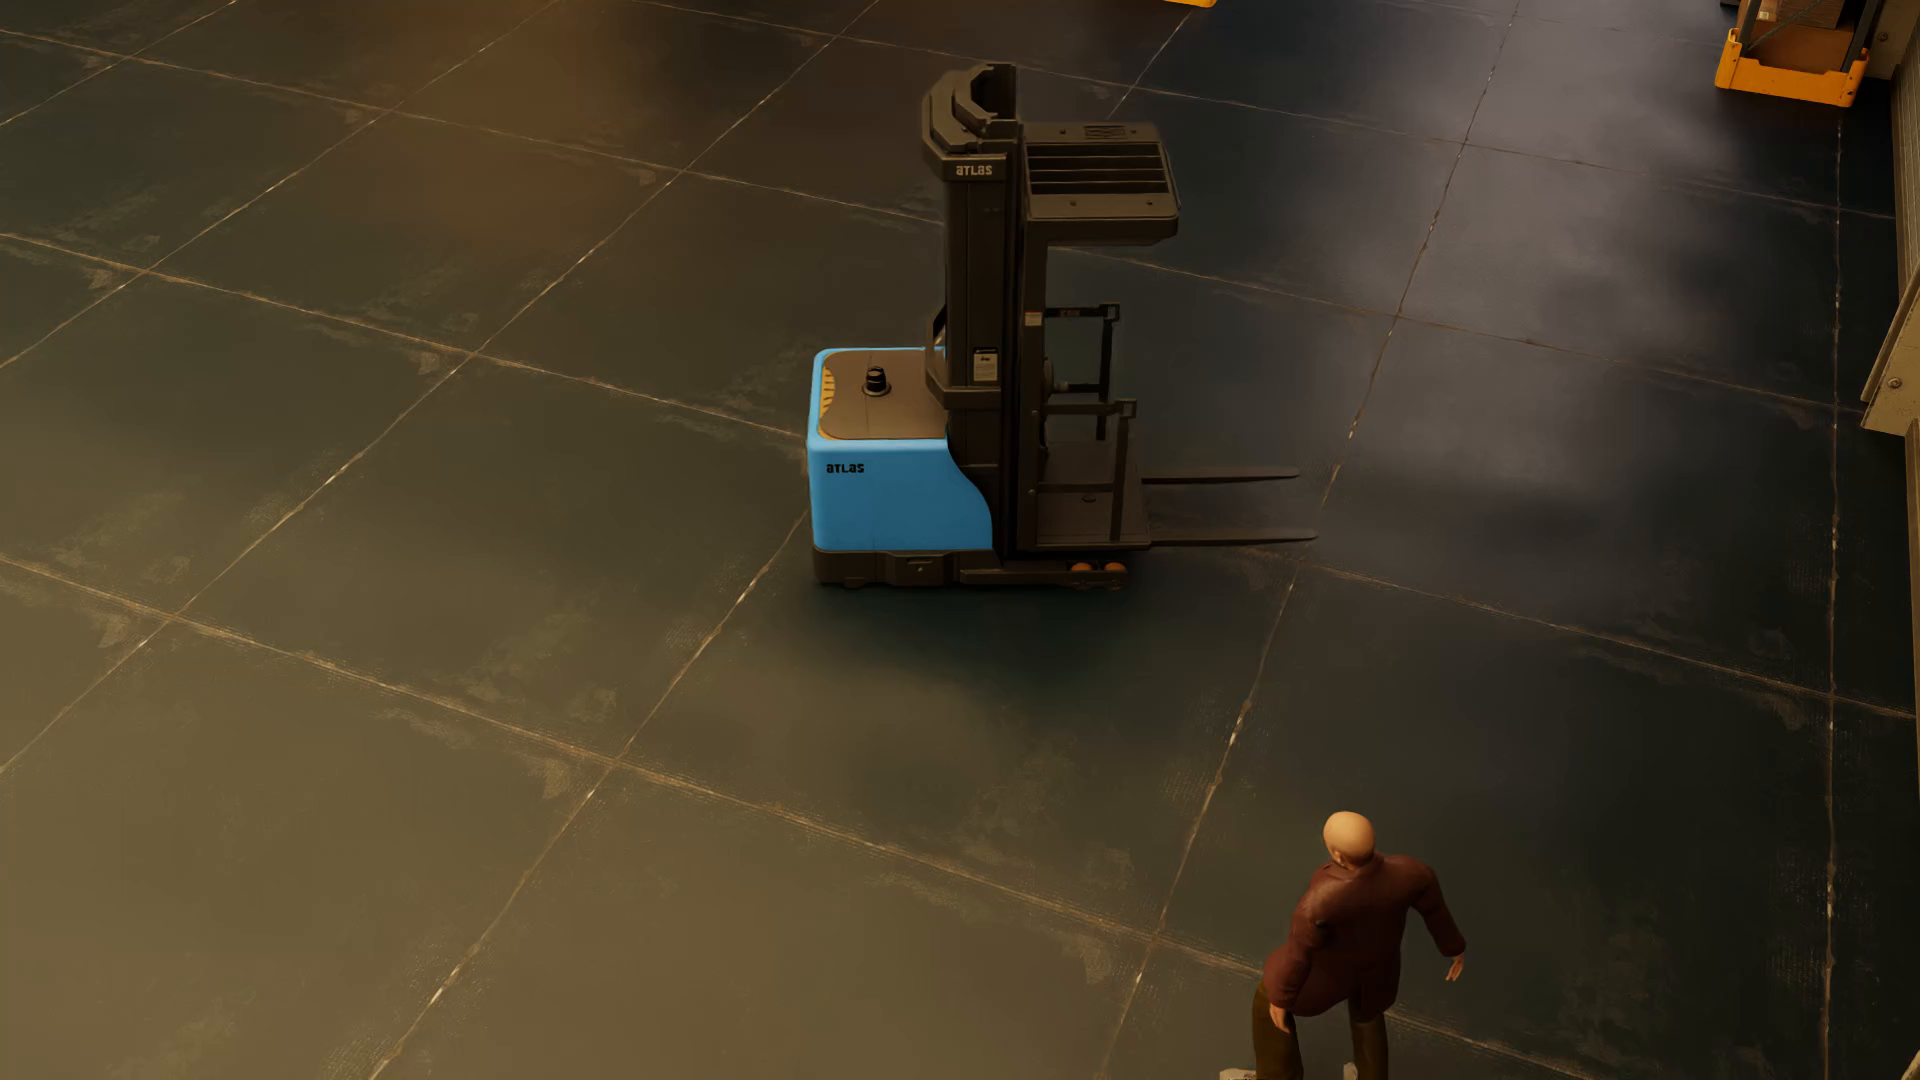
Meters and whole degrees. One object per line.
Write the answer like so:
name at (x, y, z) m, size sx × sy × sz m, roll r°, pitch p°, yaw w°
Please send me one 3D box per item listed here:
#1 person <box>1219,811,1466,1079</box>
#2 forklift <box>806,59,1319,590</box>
person at (1.627, 1.780, 6.871) m, size 0.932 × 1.759 × 0.550 m, roll -8°, pitch 41°, yaw -9°
forklift at (0.631, -1.166, 9.399) m, size 3.031 × 2.935 × 1.130 m, roll -1°, pitch 40°, yaw -1°
